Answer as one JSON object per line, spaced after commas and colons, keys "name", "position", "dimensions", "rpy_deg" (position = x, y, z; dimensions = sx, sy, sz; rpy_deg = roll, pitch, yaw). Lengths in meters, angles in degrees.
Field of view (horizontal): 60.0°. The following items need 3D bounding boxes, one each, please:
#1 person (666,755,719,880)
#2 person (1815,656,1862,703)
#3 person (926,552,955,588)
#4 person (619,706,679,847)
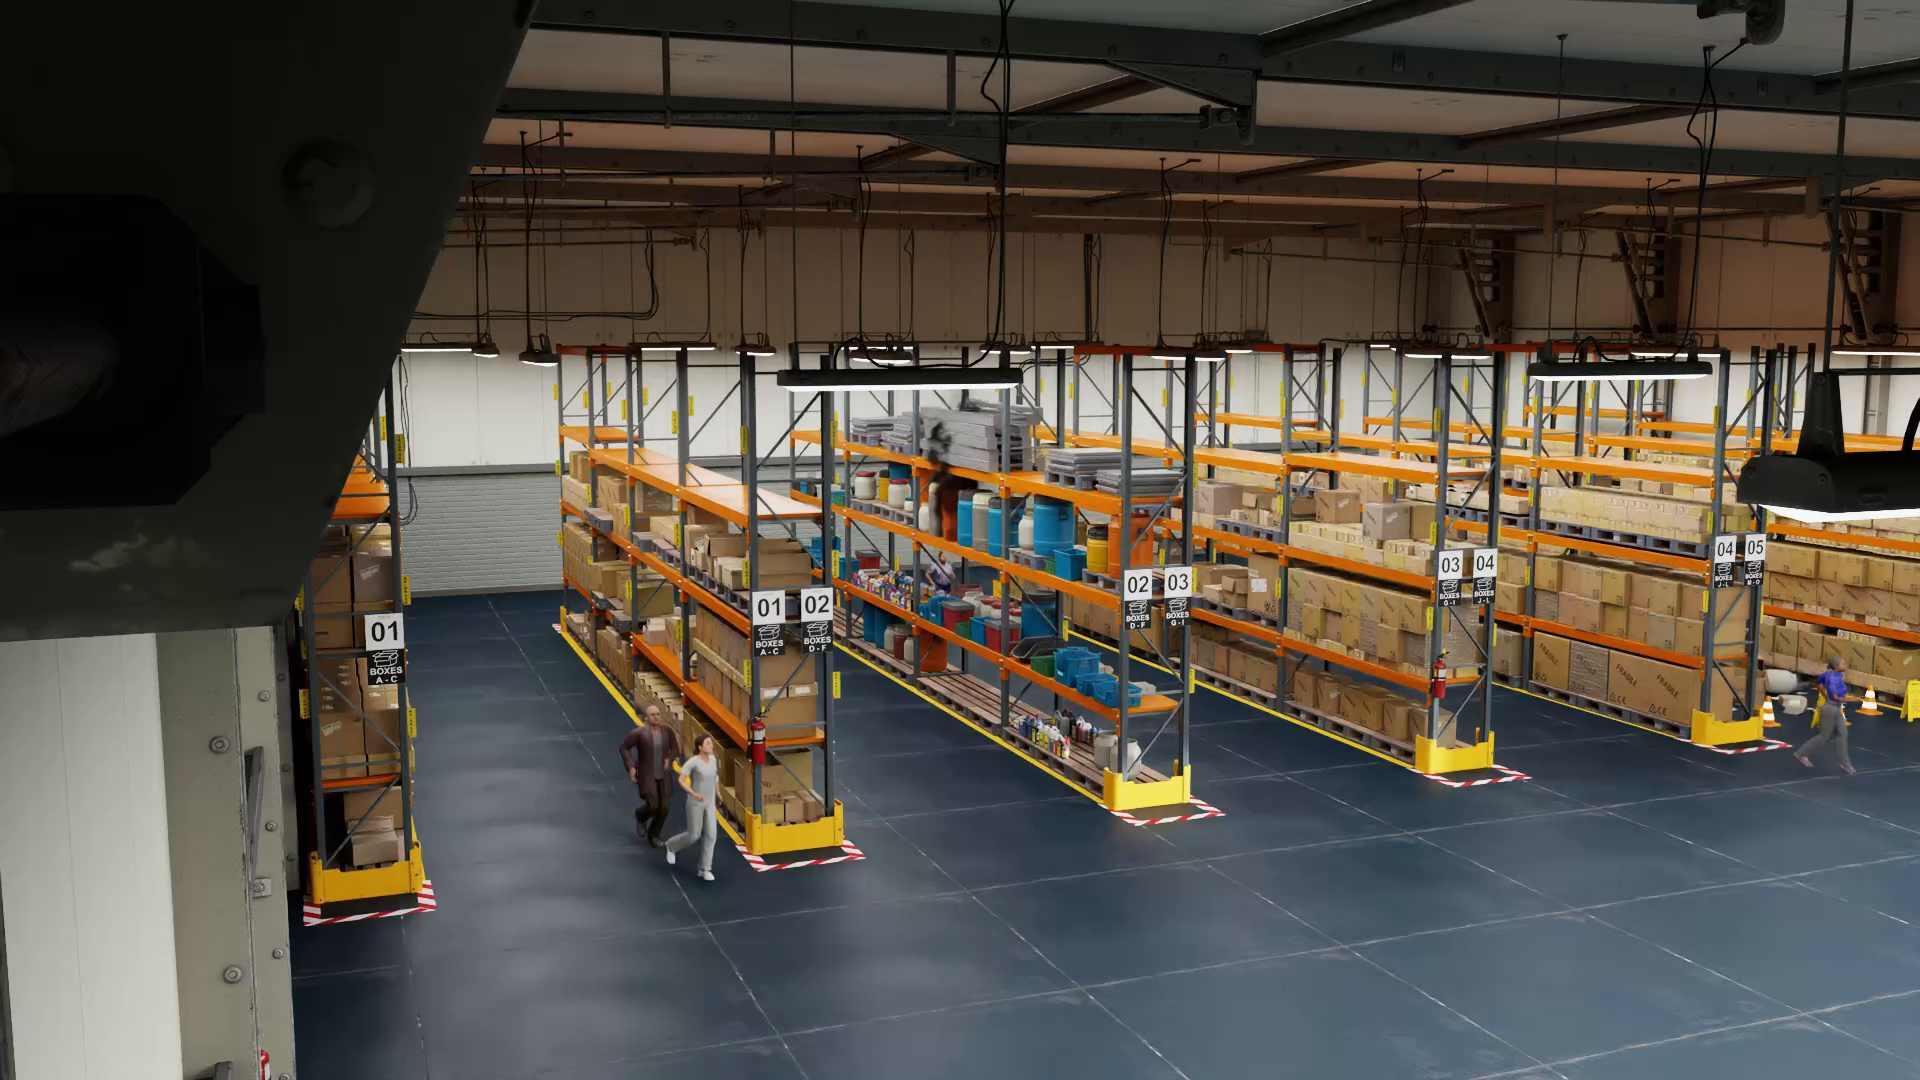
{"name": "person", "position": [-3.003, 3.187, 19.415], "dimensions": [0.857, 1.373, 0.603], "rpy_deg": [7, 10, 42]}
{"name": "person", "position": [12.525, 2.058, 23.704], "dimensions": [0.607, 0.811, 0.592], "rpy_deg": [4, 8, 28]}
{"name": "person", "position": [-0.376, 1.053, 35.185], "dimensions": [0.617, 1.620, 0.892], "rpy_deg": [-5, 9, -34]}
{"name": "person", "position": [-3.747, 2.900, 20.402], "dimensions": [0.707, 1.725, 0.570], "rpy_deg": [-5, 9, -34]}
